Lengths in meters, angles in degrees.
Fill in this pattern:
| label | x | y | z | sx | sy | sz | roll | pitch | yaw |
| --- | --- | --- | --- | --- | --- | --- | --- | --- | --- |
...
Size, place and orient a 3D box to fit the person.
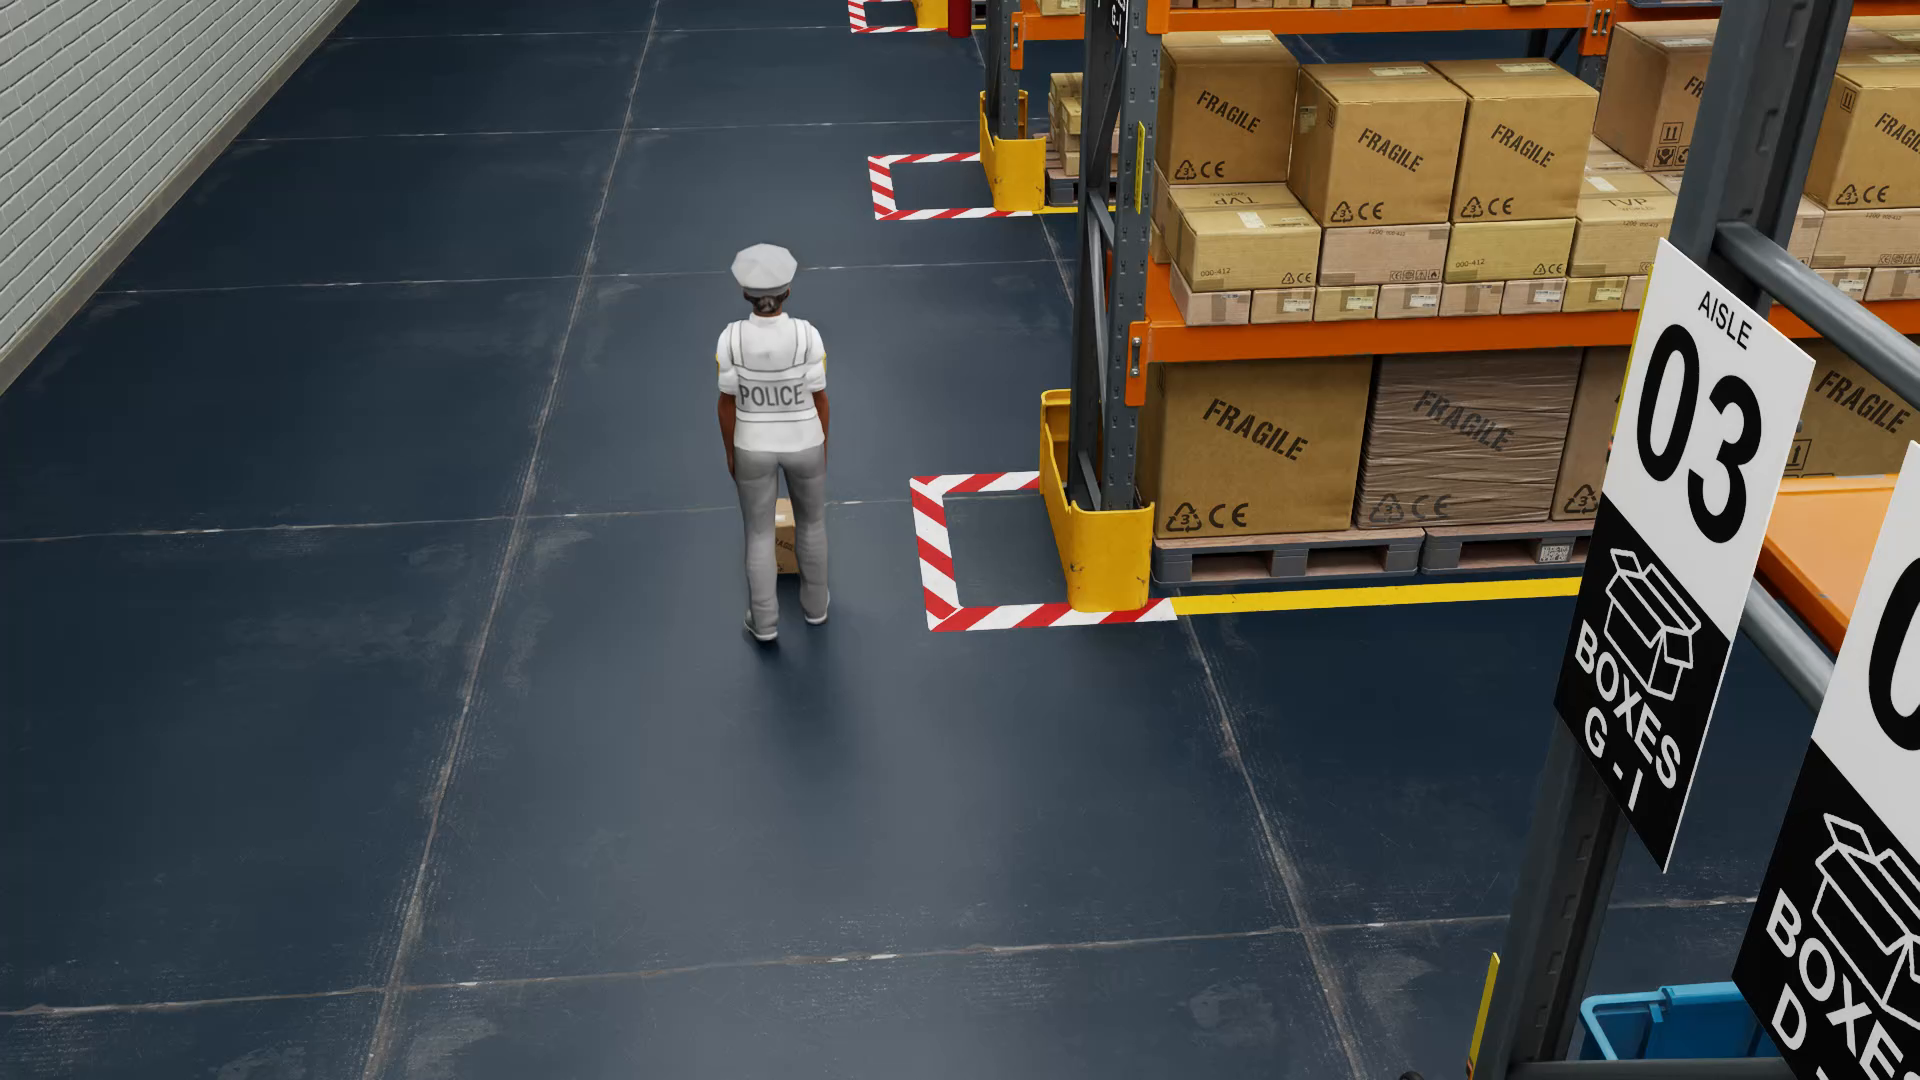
| label | x | y | z | sx | sy | sz | roll | pitch | yaw |
| --- | --- | --- | --- | --- | --- | --- | --- | --- | --- |
| person | -0.744 | -0.373 | 6.746 | 0.439 | 1.701 | 0.432 | -2 | 31 | -3 |
